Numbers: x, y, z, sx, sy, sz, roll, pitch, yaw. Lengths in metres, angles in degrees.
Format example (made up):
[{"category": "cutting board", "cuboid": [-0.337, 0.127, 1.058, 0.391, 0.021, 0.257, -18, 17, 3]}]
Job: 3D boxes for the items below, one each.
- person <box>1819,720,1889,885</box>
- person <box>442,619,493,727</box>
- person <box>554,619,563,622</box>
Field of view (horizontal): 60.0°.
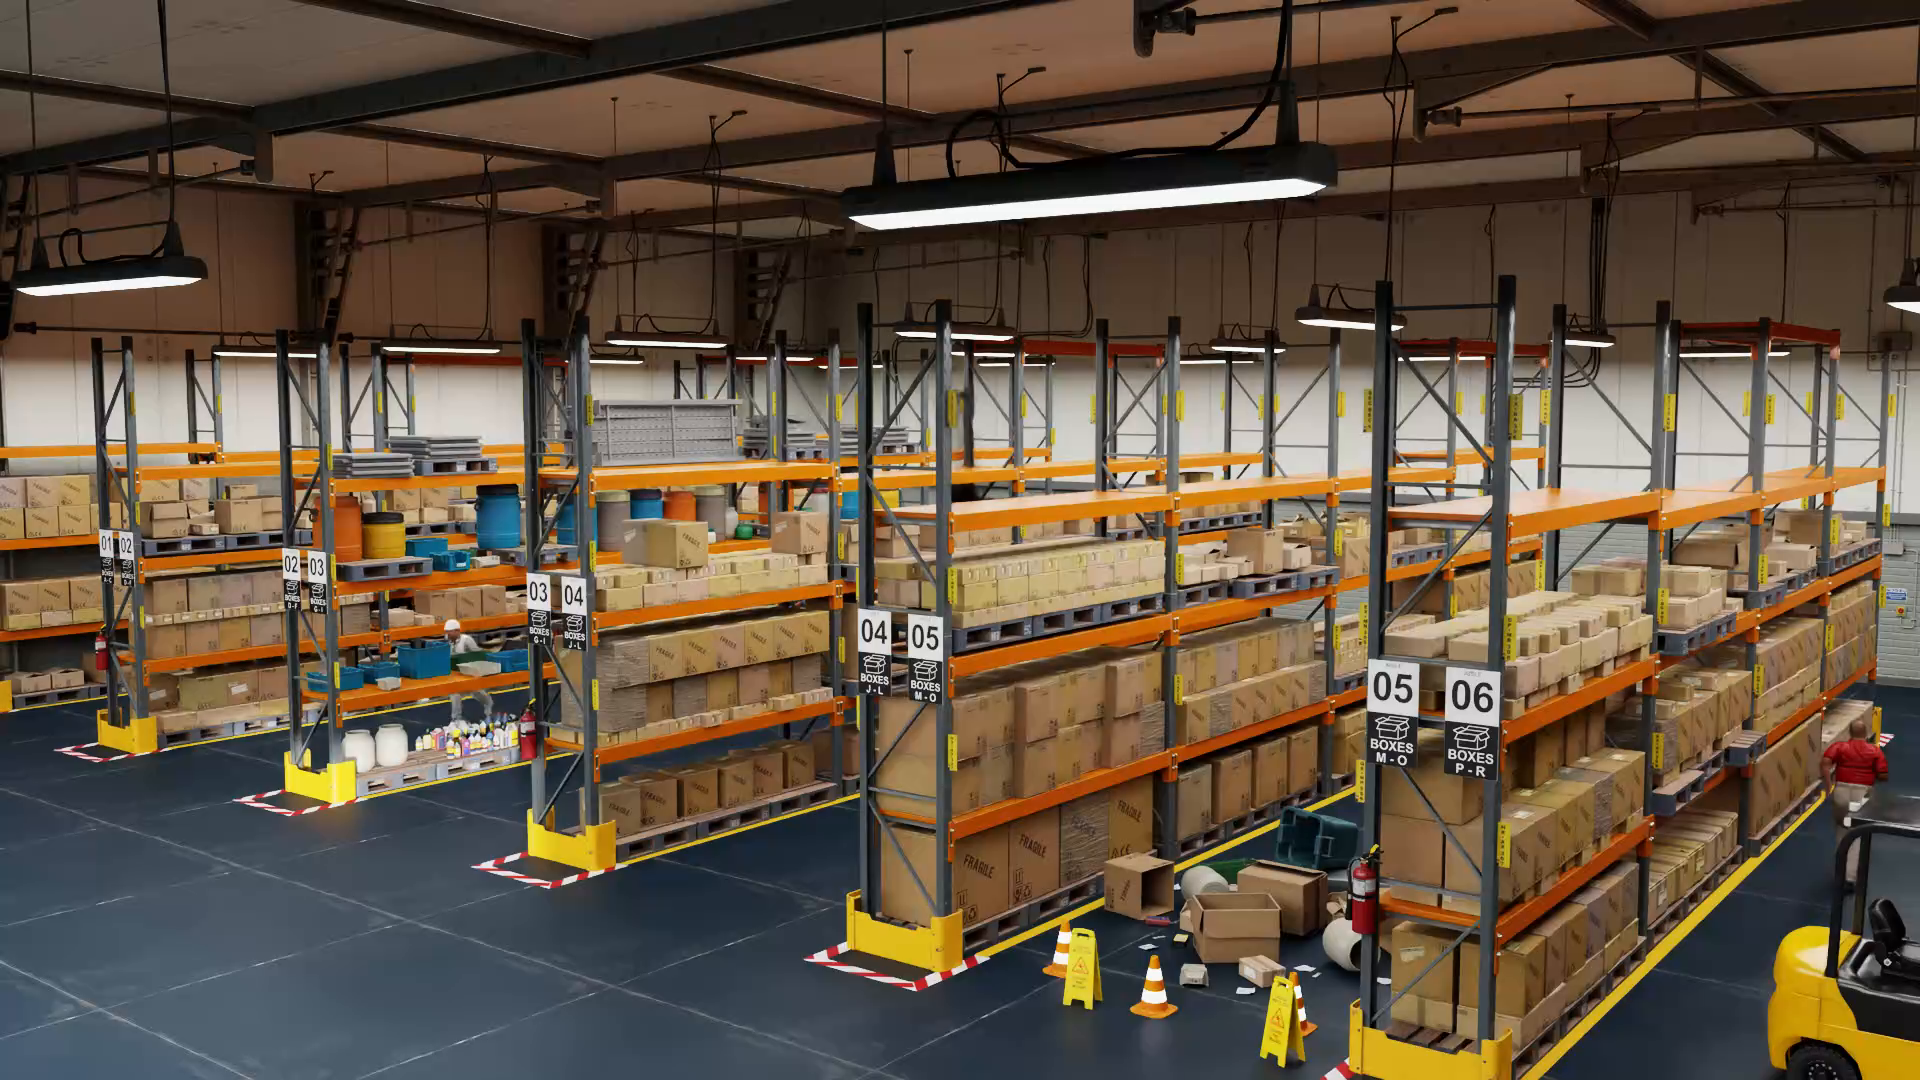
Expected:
[{"category": "person", "cuboid": [9.450, 2.794, 17.541, 0.576, 1.783, 0.853, 4, 7, 41]}, {"category": "person", "cuboid": [-7.743, 2.066, 26.170, 0.697, 1.732, 1.050, 2, 5, 25]}, {"category": "person", "cuboid": [-8.118, 1.329, 34.093, 0.712, 1.764, 0.918, 2, 5, 25]}]
